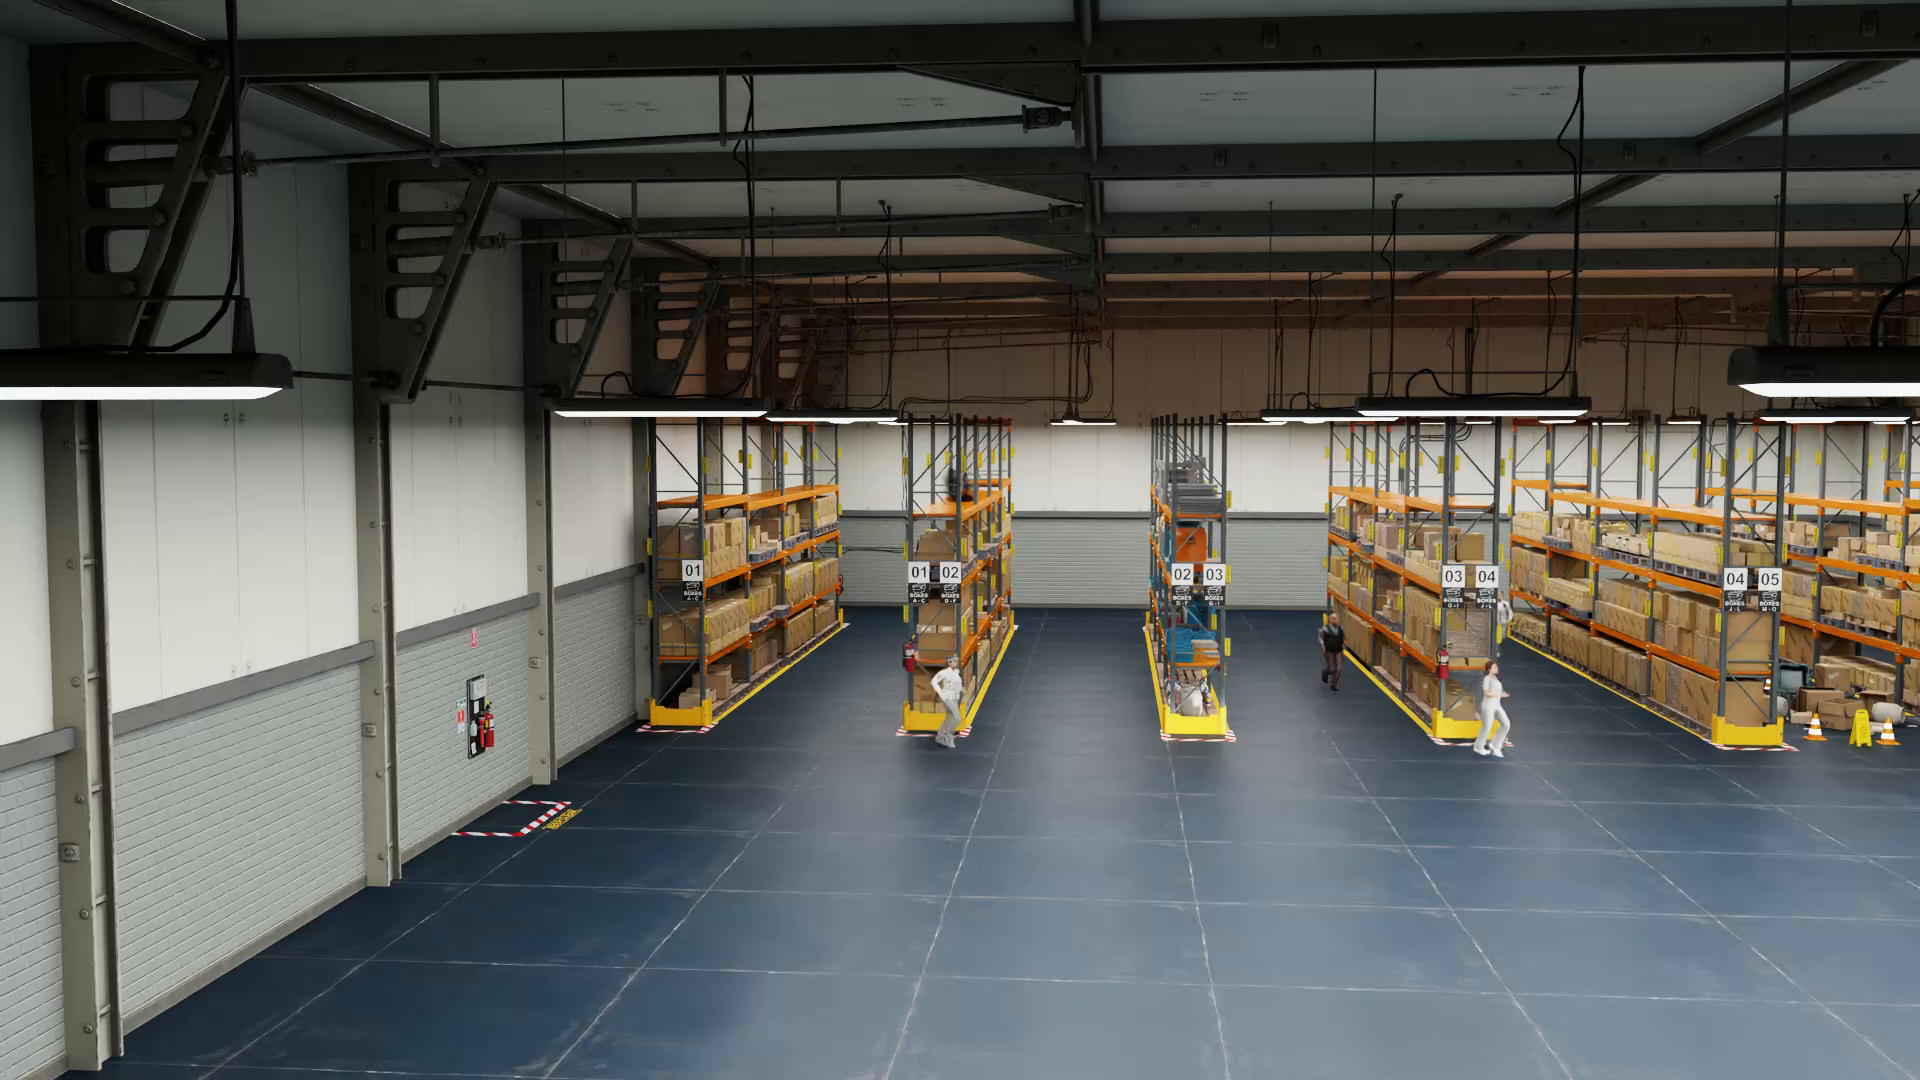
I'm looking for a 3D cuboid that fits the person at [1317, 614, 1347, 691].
[{"bbox_3d":[8.145,2.482,36.329,0.659,1.609,0.586,-1,4,-8],"label":"person"}]

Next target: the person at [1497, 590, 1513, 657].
[{"bbox_3d":[13.587,2.087,41.857,0.616,1.673,0.537,1,4,12],"label":"person"}]

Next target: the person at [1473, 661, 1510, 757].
[{"bbox_3d":[9.300,2.950,29.000,0.586,1.696,0.667,-4,5,-43],"label":"person"}]

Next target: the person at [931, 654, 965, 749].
[{"bbox_3d":[-0.176,2.891,29.771,0.640,1.708,0.600,3,5,35],"label":"person"}]
